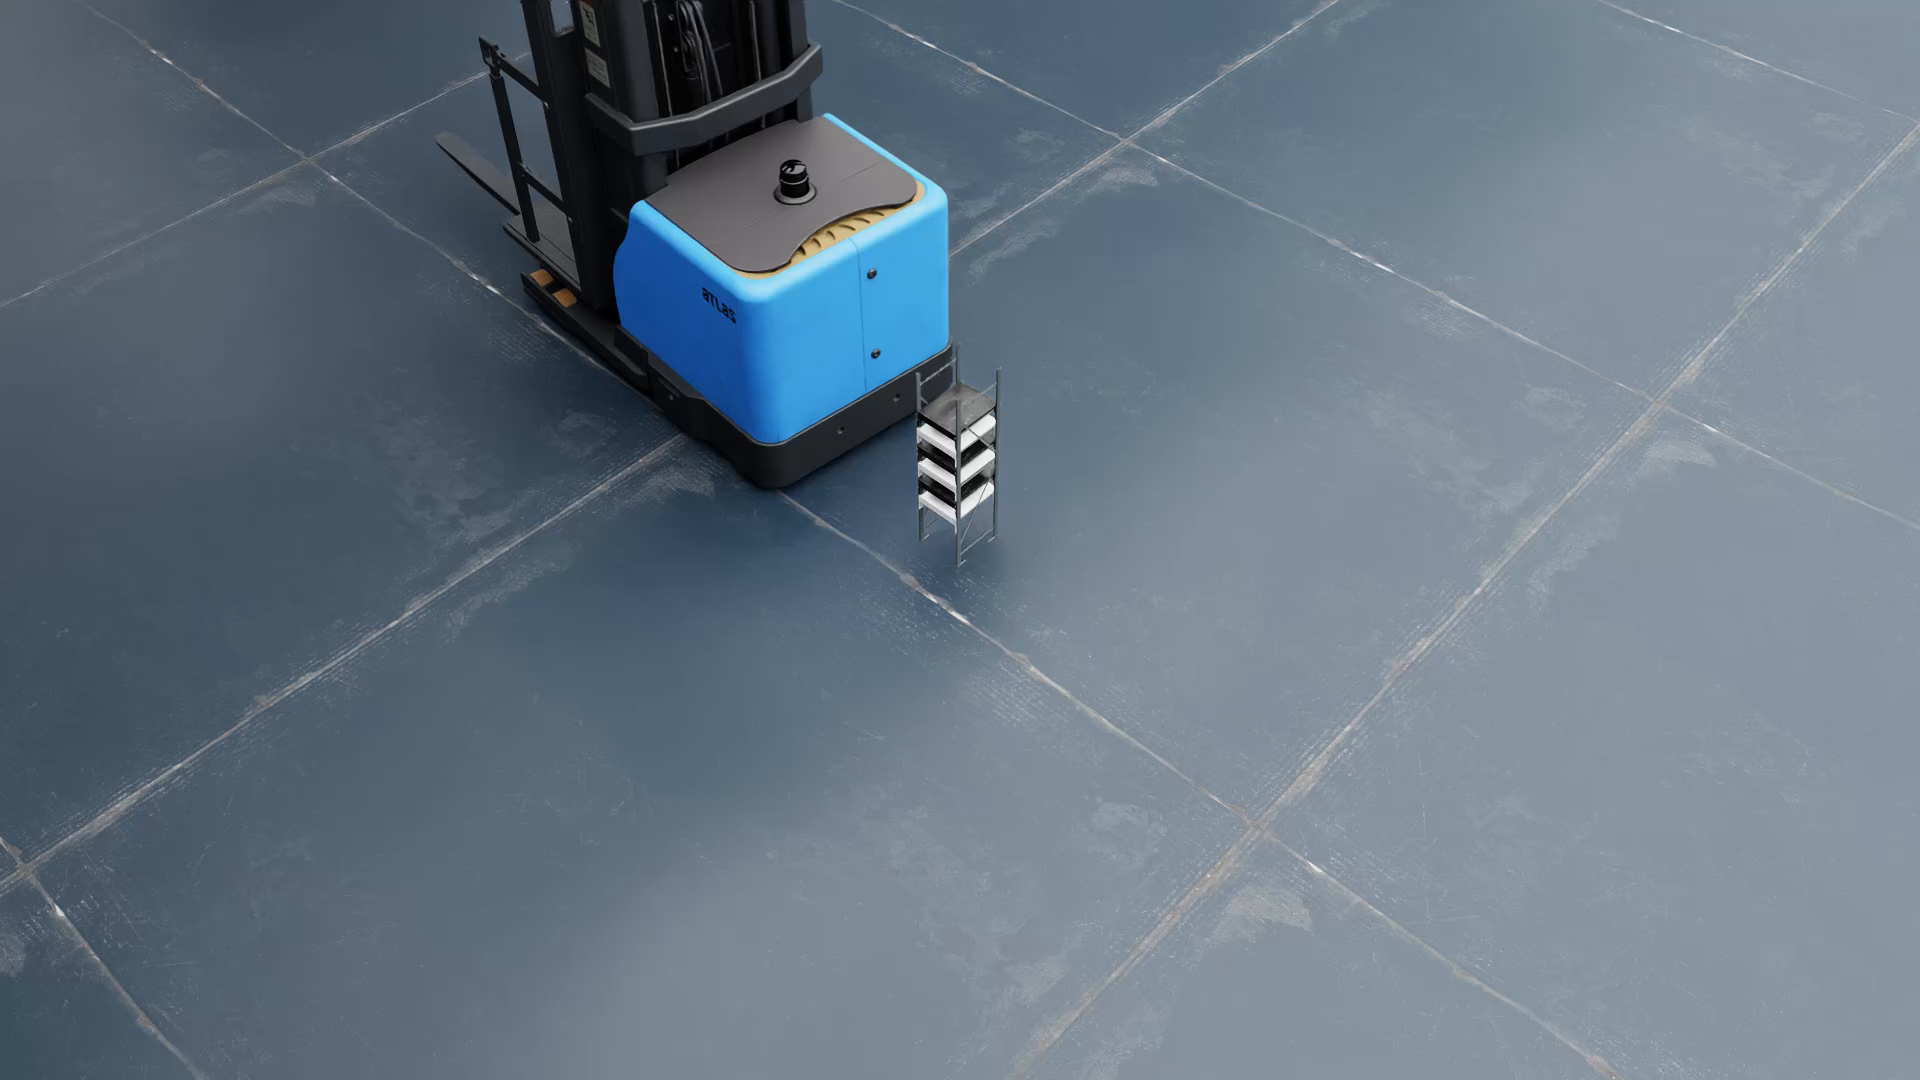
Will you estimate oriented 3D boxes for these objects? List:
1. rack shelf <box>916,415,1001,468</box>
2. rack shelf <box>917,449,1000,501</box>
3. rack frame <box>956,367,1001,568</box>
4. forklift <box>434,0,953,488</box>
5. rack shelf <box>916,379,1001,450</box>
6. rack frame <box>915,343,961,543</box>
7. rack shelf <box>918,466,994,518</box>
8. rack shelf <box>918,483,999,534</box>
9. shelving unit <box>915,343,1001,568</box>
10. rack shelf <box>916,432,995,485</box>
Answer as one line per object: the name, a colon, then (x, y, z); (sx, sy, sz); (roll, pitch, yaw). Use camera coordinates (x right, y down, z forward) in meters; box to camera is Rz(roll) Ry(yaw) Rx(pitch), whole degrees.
rack shelf: (-0.006, -0.412, 6.319); (0.200, 0.077, 0.258); (34, 55, 28)
rack shelf: (-0.006, -0.289, 6.450); (0.200, 0.077, 0.258); (34, 55, 28)
rack frame: (0.069, -0.262, 6.379); (0.006, 0.900, 0.240); (34, 55, 28)
forklift: (-1.386, -2.215, 6.819); (1.130, 2.935, 3.031); (-33, 55, -27)
rack shelf: (-0.006, -0.474, 6.253); (0.200, 0.077, 0.258); (34, 55, 28)
rack frame: (-0.081, -0.362, 6.473); (0.006, 0.900, 0.240); (34, 55, 28)
rack shelf: (-0.006, -0.228, 6.516); (0.200, 0.077, 0.258); (34, 55, 28)
rack shelf: (-0.006, -0.166, 6.581); (0.200, 0.077, 0.258); (34, 55, 28)
shelving unit: (-0.006, -0.312, 6.426); (0.210, 0.900, 0.258); (34, 55, 28)
rack shelf: (-0.006, -0.351, 6.384); (0.200, 0.077, 0.258); (34, 55, 28)
